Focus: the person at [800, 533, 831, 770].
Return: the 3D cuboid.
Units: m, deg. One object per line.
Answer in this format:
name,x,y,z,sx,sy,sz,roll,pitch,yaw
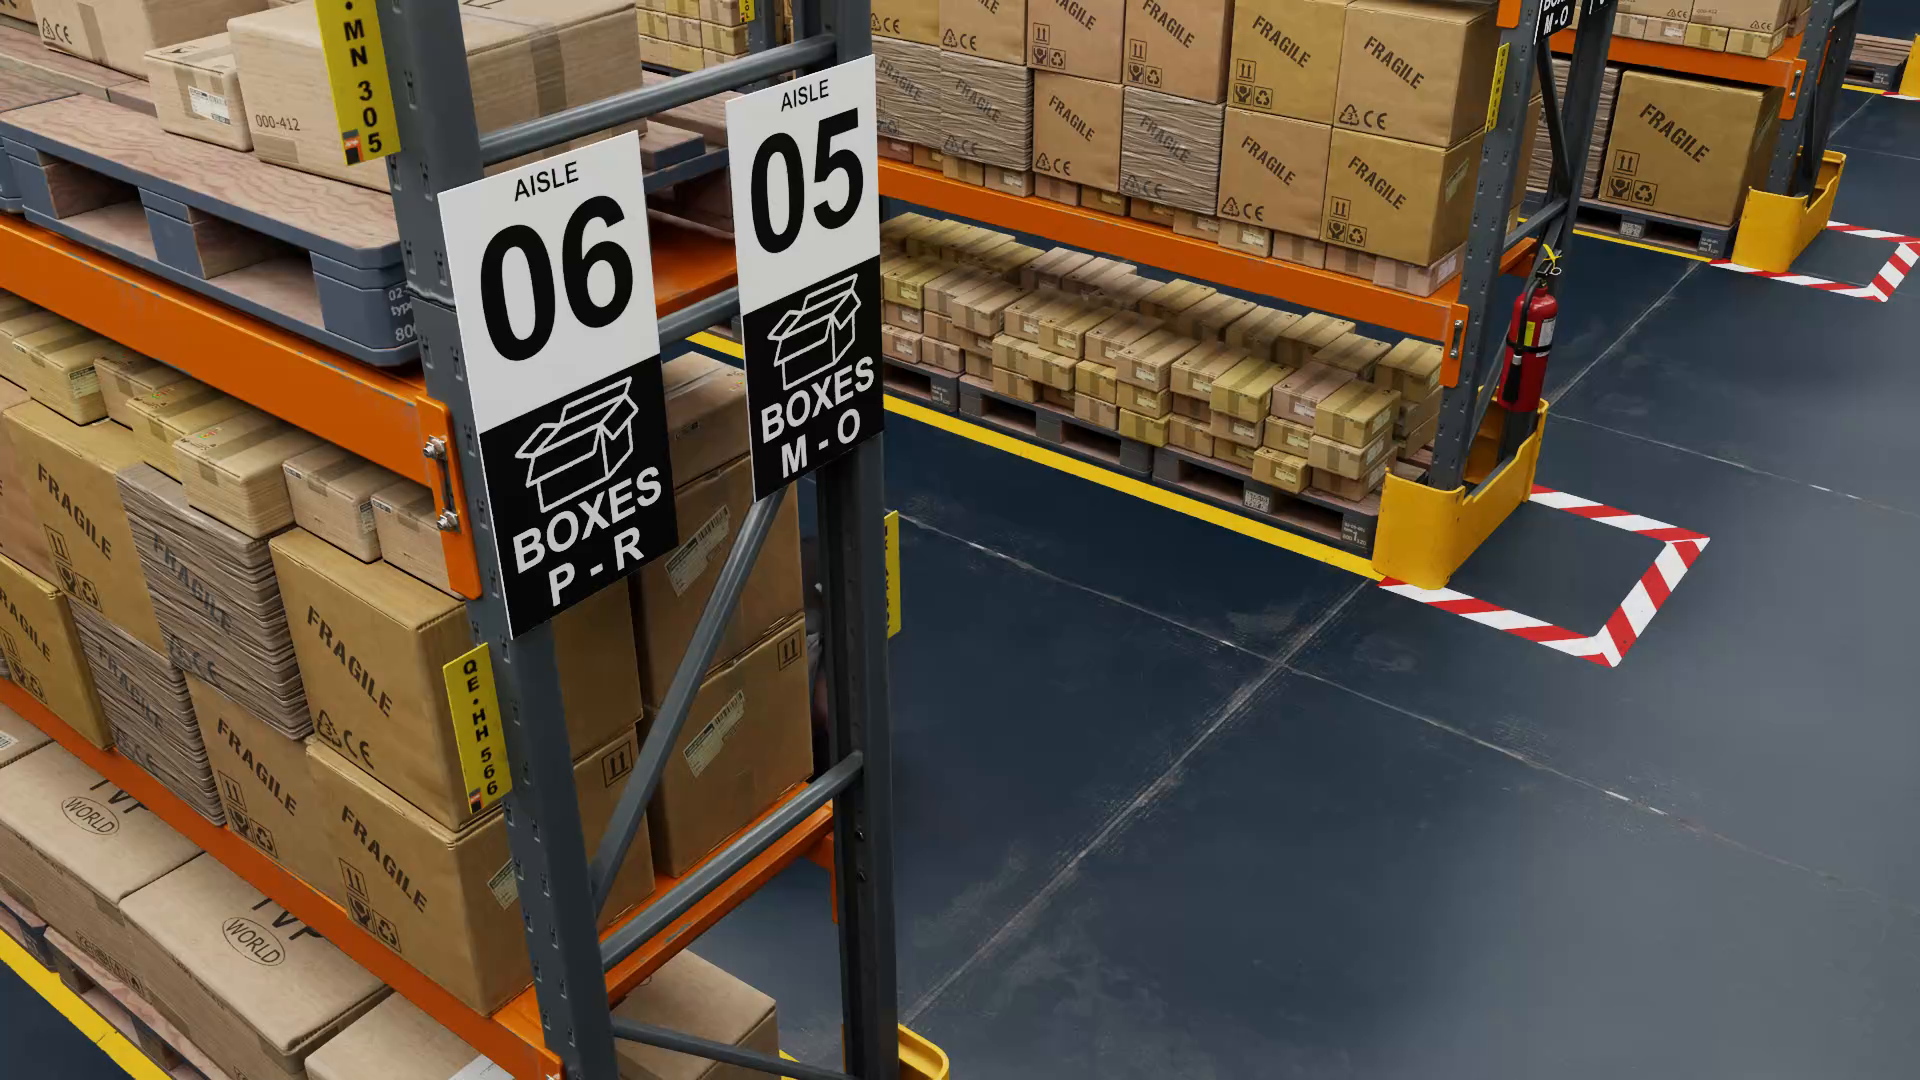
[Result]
person,-0.609,0.497,6.040,0.510,0.986,0.945,19,36,29
